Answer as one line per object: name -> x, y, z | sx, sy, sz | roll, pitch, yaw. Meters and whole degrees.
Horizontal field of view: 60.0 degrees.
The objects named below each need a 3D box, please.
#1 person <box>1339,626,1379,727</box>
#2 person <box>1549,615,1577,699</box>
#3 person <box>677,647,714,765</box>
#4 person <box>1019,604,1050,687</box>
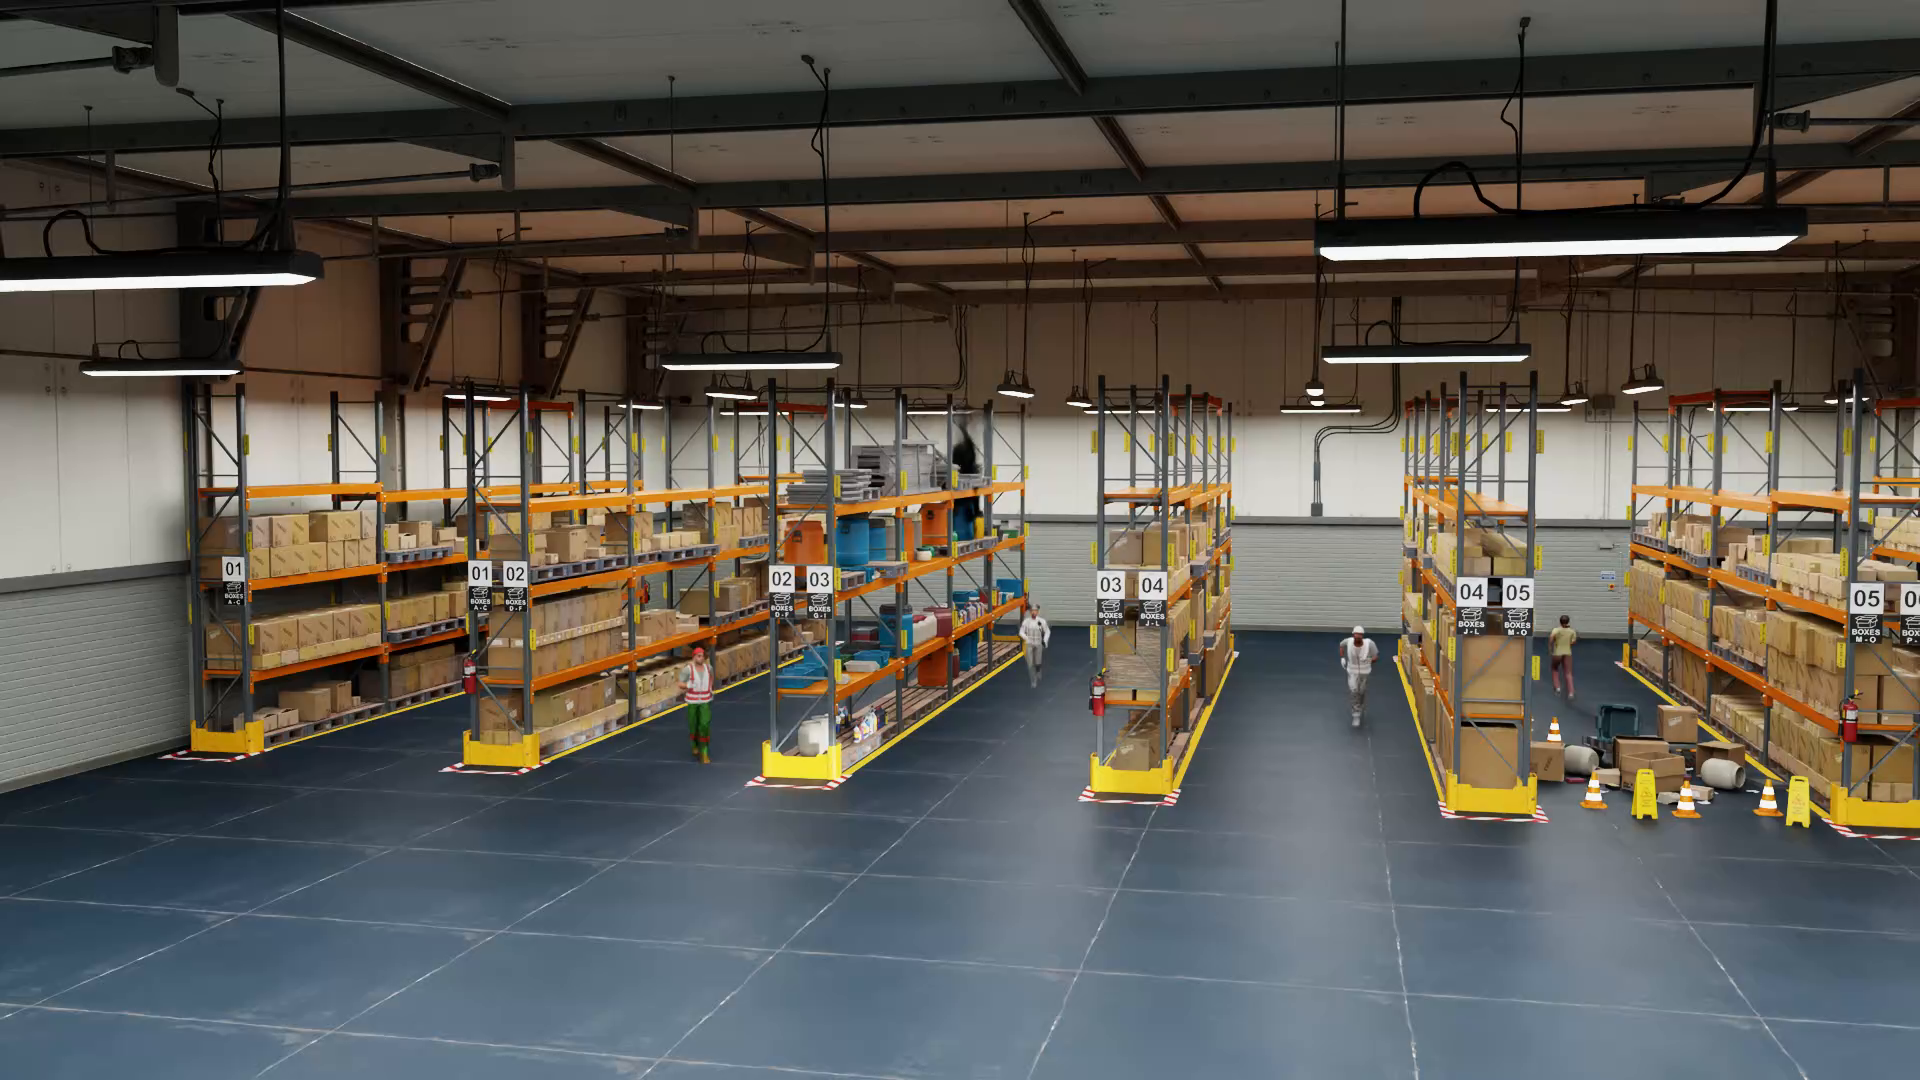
person -> 7.190, 2.419, 29.985 | 0.679, 1.789, 1.047 | 1, 3, 10
person -> 11.783, 2.311, 32.523 | 0.579, 1.693, 0.846 | 1, 3, 9
person -> -4.170, 2.612, 26.331 | 0.616, 1.851, 0.792 | -1, 3, -17
person -> 1.471, 2.081, 32.880 | 0.612, 1.658, 0.548 | 0, 3, 6
